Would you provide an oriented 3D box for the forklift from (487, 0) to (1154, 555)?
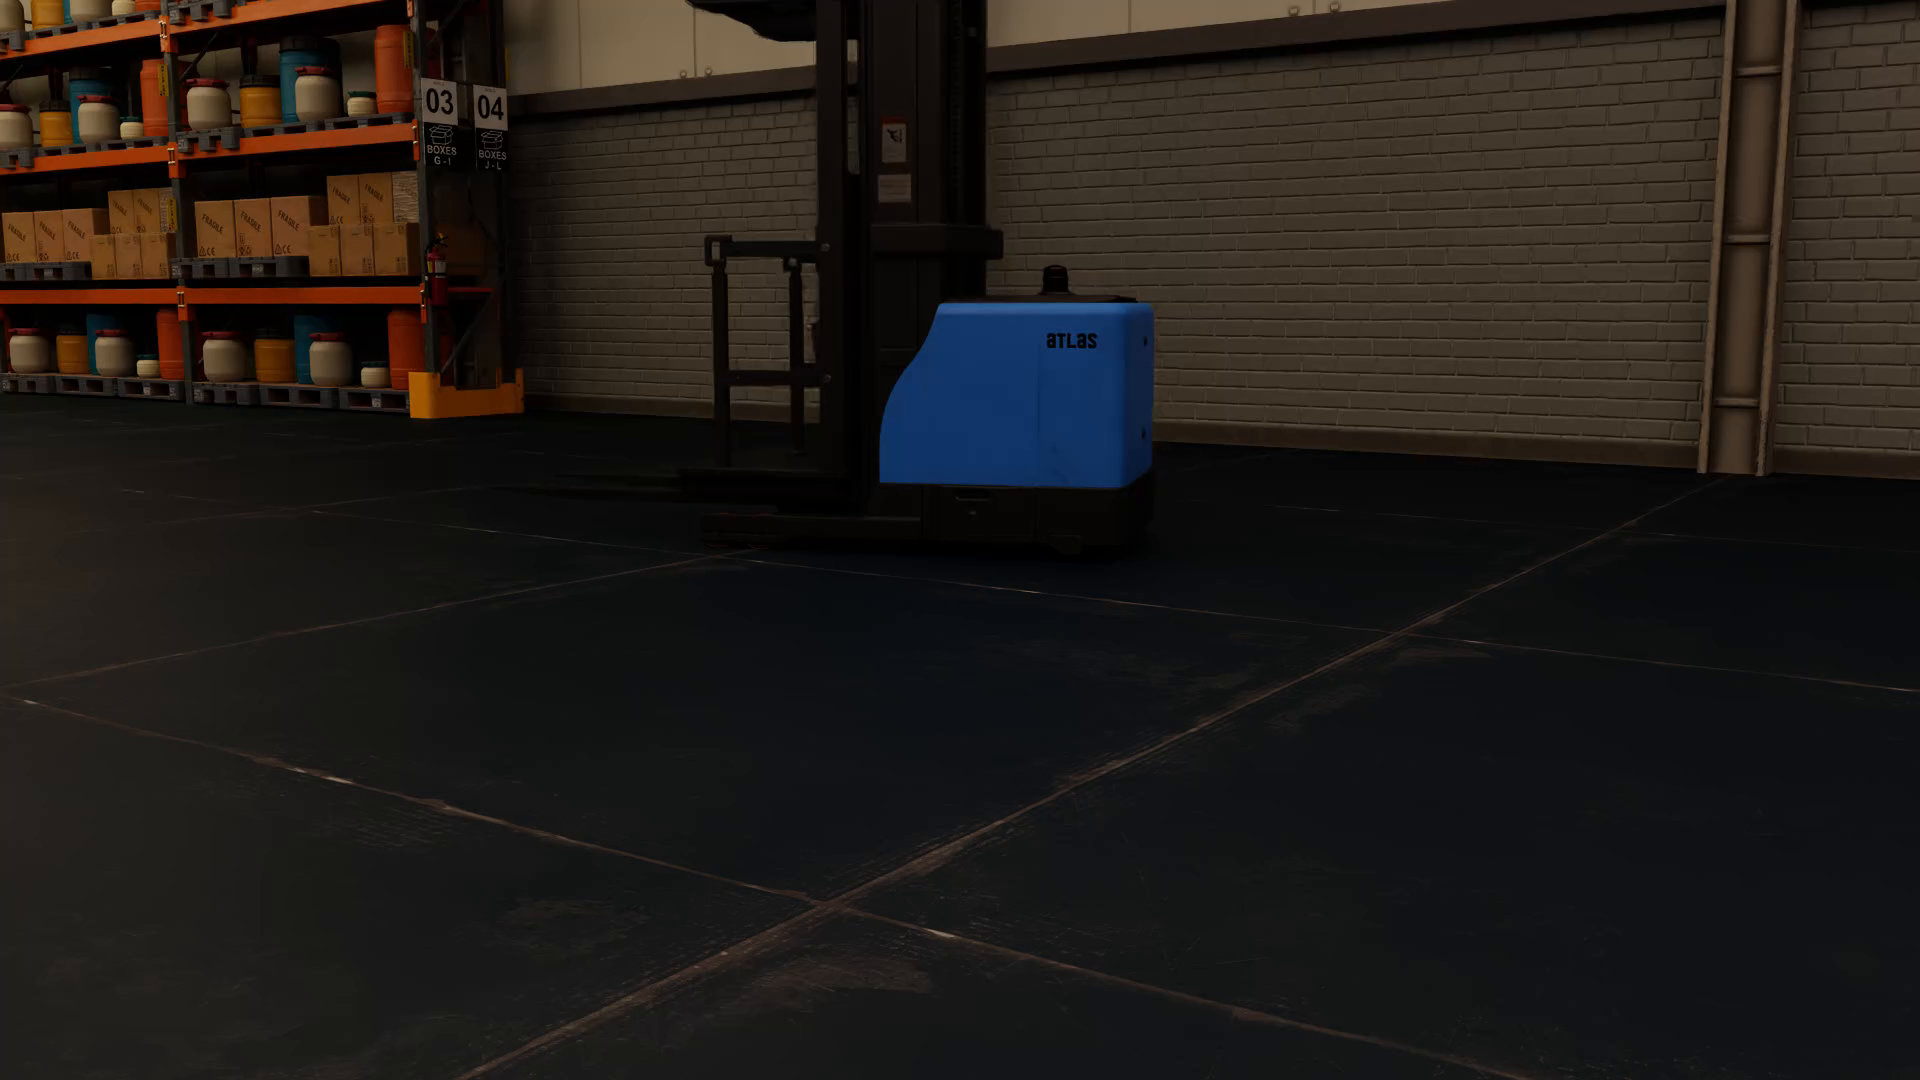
[{"bbox_3d":[-0.664,-1.474,7.557,3.031,2.935,1.130,2,8,14],"label":"forklift"}]
